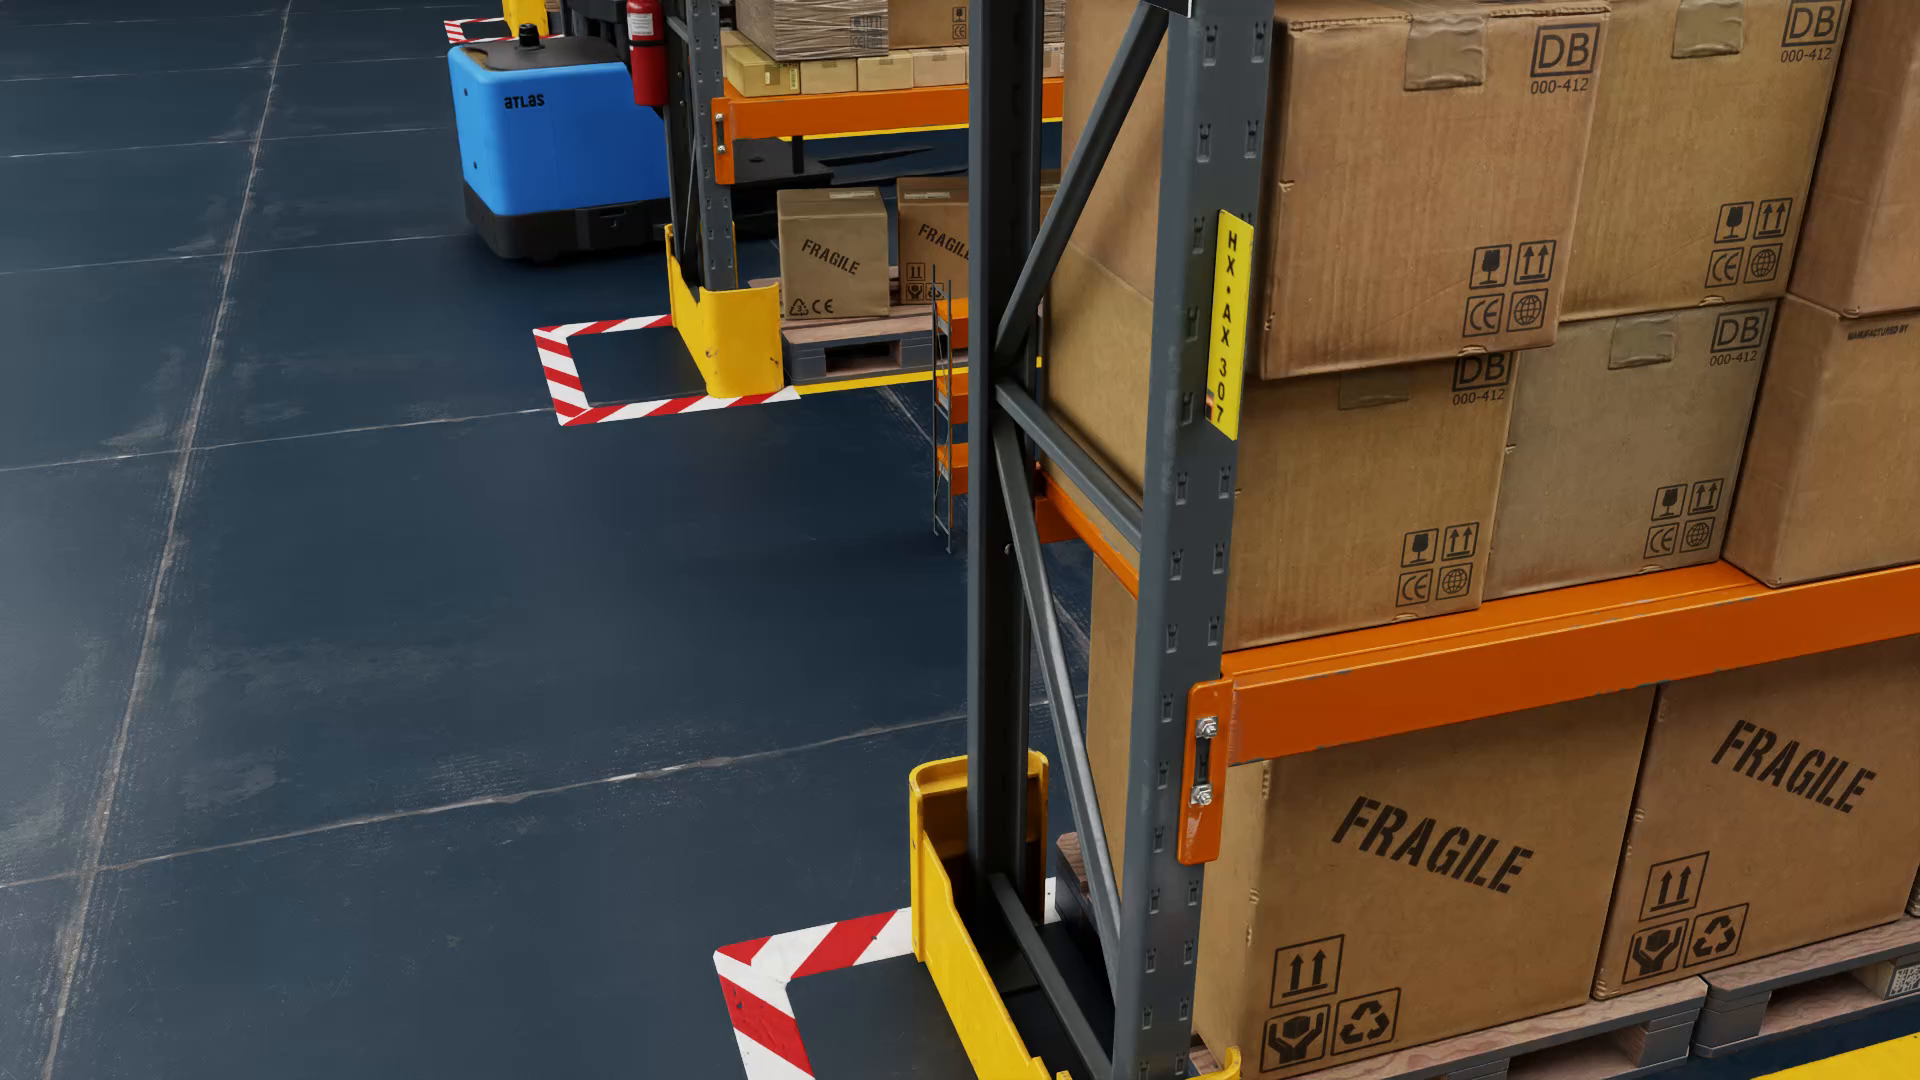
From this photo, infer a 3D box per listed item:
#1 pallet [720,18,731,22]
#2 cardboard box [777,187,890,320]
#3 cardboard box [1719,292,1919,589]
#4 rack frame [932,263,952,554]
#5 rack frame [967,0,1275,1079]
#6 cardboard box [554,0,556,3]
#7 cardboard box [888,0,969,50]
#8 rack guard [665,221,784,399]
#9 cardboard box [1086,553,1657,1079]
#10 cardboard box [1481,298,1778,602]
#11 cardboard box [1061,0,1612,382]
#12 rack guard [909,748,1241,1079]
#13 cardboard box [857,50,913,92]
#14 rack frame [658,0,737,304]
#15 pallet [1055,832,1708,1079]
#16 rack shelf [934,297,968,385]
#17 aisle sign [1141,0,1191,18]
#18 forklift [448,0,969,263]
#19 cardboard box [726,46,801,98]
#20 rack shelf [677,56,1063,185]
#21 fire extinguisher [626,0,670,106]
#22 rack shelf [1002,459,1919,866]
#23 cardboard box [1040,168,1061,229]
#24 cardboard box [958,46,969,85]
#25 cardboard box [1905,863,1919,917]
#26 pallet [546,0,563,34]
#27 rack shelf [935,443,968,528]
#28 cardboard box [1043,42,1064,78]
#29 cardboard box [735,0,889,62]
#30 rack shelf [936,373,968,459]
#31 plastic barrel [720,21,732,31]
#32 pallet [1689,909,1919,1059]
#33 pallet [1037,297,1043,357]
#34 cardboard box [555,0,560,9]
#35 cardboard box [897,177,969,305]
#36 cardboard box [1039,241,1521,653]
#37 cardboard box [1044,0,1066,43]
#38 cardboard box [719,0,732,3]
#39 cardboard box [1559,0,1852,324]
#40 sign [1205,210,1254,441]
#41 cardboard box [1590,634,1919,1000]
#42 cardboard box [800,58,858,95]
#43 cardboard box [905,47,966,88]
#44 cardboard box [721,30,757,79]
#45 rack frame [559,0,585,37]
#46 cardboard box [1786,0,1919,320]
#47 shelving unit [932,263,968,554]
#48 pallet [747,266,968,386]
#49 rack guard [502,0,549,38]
[{"bbox_3d":[-2.403,-5.467,17.024,1.213,0.211,1.003,-8,28,-16],"label":"pallet"},{"bbox_3d":[-0.612,-1.385,8.004,0.500,0.500,0.500,-3,27,-7],"label":"cardboard box"},{"bbox_3d":[1.655,-0.372,3.458,0.550,0.550,0.875,-8,28,-16],"label":"cardboard box"},{"bbox_3d":[-0.065,-0.461,5.998,0.008,1.050,0.200,-8,28,-16],"label":"rack frame"},{"bbox_3d":[0.228,-0.126,3.131,0.127,3.000,1.000,-8,28,-16],"label":"rack frame"},{"bbox_3d":[-3.857,-5.581,16.739,0.500,0.250,0.500,-8,28,-16],"label":"cardboard box"},{"bbox_3d":[-0.242,-2.599,7.665,0.500,0.500,0.875,-8,28,-16],"label":"cardboard box"},{"bbox_3d":[-1.139,-1.128,7.960,0.348,0.500,1.175,-8,28,-16],"label":"rack guard"},{"bbox_3d":[0.853,0.516,3.754,0.875,0.875,0.875,-8,28,-16],"label":"cardboard box"},{"bbox_3d":[1.083,-0.348,3.410,0.550,0.550,0.875,-8,28,-16],"label":"cardboard box"},{"bbox_3d":[0.593,-0.712,2.927,0.550,0.550,0.875,-8,28,-16],"label":"cardboard box"},{"bbox_3d":[0.206,0.997,3.680,0.348,0.500,1.175,-8,28,-16],"label":"rack guard"},{"bbox_3d":[-0.381,-2.117,7.424,0.250,0.149,0.380,-8,28,-16],"label":"cardboard box"},{"bbox_3d":[-1.211,-2.237,7.383,0.127,3.000,1.000,-8,28,-16],"label":"rack frame"},{"bbox_3d":[0.965,0.980,4.039,1.213,0.211,1.003,-8,28,-16],"label":"pallet"},{"bbox_3d":[0.051,-0.722,5.910,0.240,0.259,0.215,-8,28,-16],"label":"rack shelf"},{"bbox_3d":[0.254,-1.154,2.277,0.004,0.787,0.394,-8,28,-16],"label":"aisle sign"},{"bbox_3d":[-1.403,-3.297,9.596,3.031,2.935,1.130,-12,29,-23],"label":"forklift"},{"bbox_3d":[-0.867,-2.063,7.315,0.250,0.149,0.380,-8,28,-16],"label":"cardboard box"},{"bbox_3d":[0.690,-2.190,8.098,4.000,0.370,1.077,-8,28,-16],"label":"rack shelf"},{"bbox_3d":[-1.463,-2.382,7.761,0.183,0.674,0.296,-8,28,-16],"label":"fire extinguisher"},{"bbox_3d":[2.130,-0.079,3.845,4.000,0.370,1.077,-8,28,-16],"label":"rack shelf"},{"bbox_3d":[0.546,-1.560,8.357,0.500,0.500,0.500,-6,27,-11],"label":"cardboard box"},{"bbox_3d":[0.091,-2.192,7.575,0.250,0.149,0.380,-8,28,-16],"label":"cardboard box"},{"bbox_3d":[2.556,0.269,4.251,0.875,0.875,0.875,-8,28,-16],"label":"cardboard box"},{"bbox_3d":[-3.561,-5.300,16.689,1.213,0.211,1.003,-8,28,-16],"label":"pallet"},{"bbox_3d":[0.051,-0.219,6.160,0.240,0.259,0.215,-8,28,-16],"label":"rack shelf"},{"bbox_3d":[0.320,-2.238,7.667,0.250,0.149,0.380,-8,28,-16],"label":"cardboard box"},{"bbox_3d":[-0.680,-2.479,7.424,0.500,0.500,0.875,-8,28,-16],"label":"cardboard box"},{"bbox_3d":[0.051,-0.468,6.036,0.240,0.259,0.215,-8,28,-16],"label":"rack shelf"},{"bbox_3d":[-1.666,-3.597,12.448,0.421,0.512,0.421,0,26,0],"label":"plastic barrel"},{"bbox_3d":[2.123,0.813,4.374,1.213,0.211,1.003,-8,28,-16],"label":"pallet"},{"bbox_3d":[0.802,-1.262,8.554,1.213,0.211,1.003,-8,28,-16],"label":"pallet"},{"bbox_3d":[-3.697,-5.362,16.298,0.500,0.250,0.500,-8,28,-16],"label":"cardboard box"},{"bbox_3d":[-0.055,-1.481,8.199,0.500,0.500,0.500,-1,26,-3],"label":"cardboard box"},{"bbox_3d":[0.567,-0.264,3.239,0.550,0.550,0.875,-8,28,-16],"label":"cardboard box"},{"bbox_3d":[0.247,-2.649,7.766,0.500,0.500,0.875,-8,28,-16],"label":"cardboard box"},{"bbox_3d":[-2.270,-5.568,16.713,0.500,0.250,0.500,-8,28,-16],"label":"cardboard box"},{"bbox_3d":[1.088,-0.826,3.158,0.550,0.550,0.875,-8,28,-16],"label":"cardboard box"},{"bbox_3d":[0.395,-0.314,2.446,0.005,0.325,0.100,-8,28,-16],"label":"sign"},{"bbox_3d":[1.689,0.394,4.000,0.875,0.875,0.875,-9,28,-17],"label":"cardboard box"},{"bbox_3d":[-0.623,-2.089,7.368,0.250,0.149,0.380,-8,28,-16],"label":"cardboard box"},{"bbox_3d":[-0.149,-2.161,7.511,0.250,0.149,0.380,-8,28,-16],"label":"cardboard box"},{"bbox_3d":[-1.004,-2.251,7.694,0.250,0.149,0.380,-8,28,-16],"label":"cardboard box"},{"bbox_3d":[-2.745,-4.331,11.601,0.127,3.000,1.000,-8,28,-16],"label":"rack frame"},{"bbox_3d":[1.662,-0.846,3.198,0.550,0.550,0.875,-8,28,-16],"label":"cardboard box"},{"bbox_3d":[0.051,-0.478,6.031,0.252,1.050,0.215,-8,28,-16],"label":"shelving unit"},{"bbox_3d":[-0.356,-1.096,8.219,1.213,0.211,1.003,-8,28,-16],"label":"pallet"},{"bbox_3d":[-4.298,-5.303,16.370,0.348,0.500,1.175,-8,28,-16],"label":"rack guard"}]
